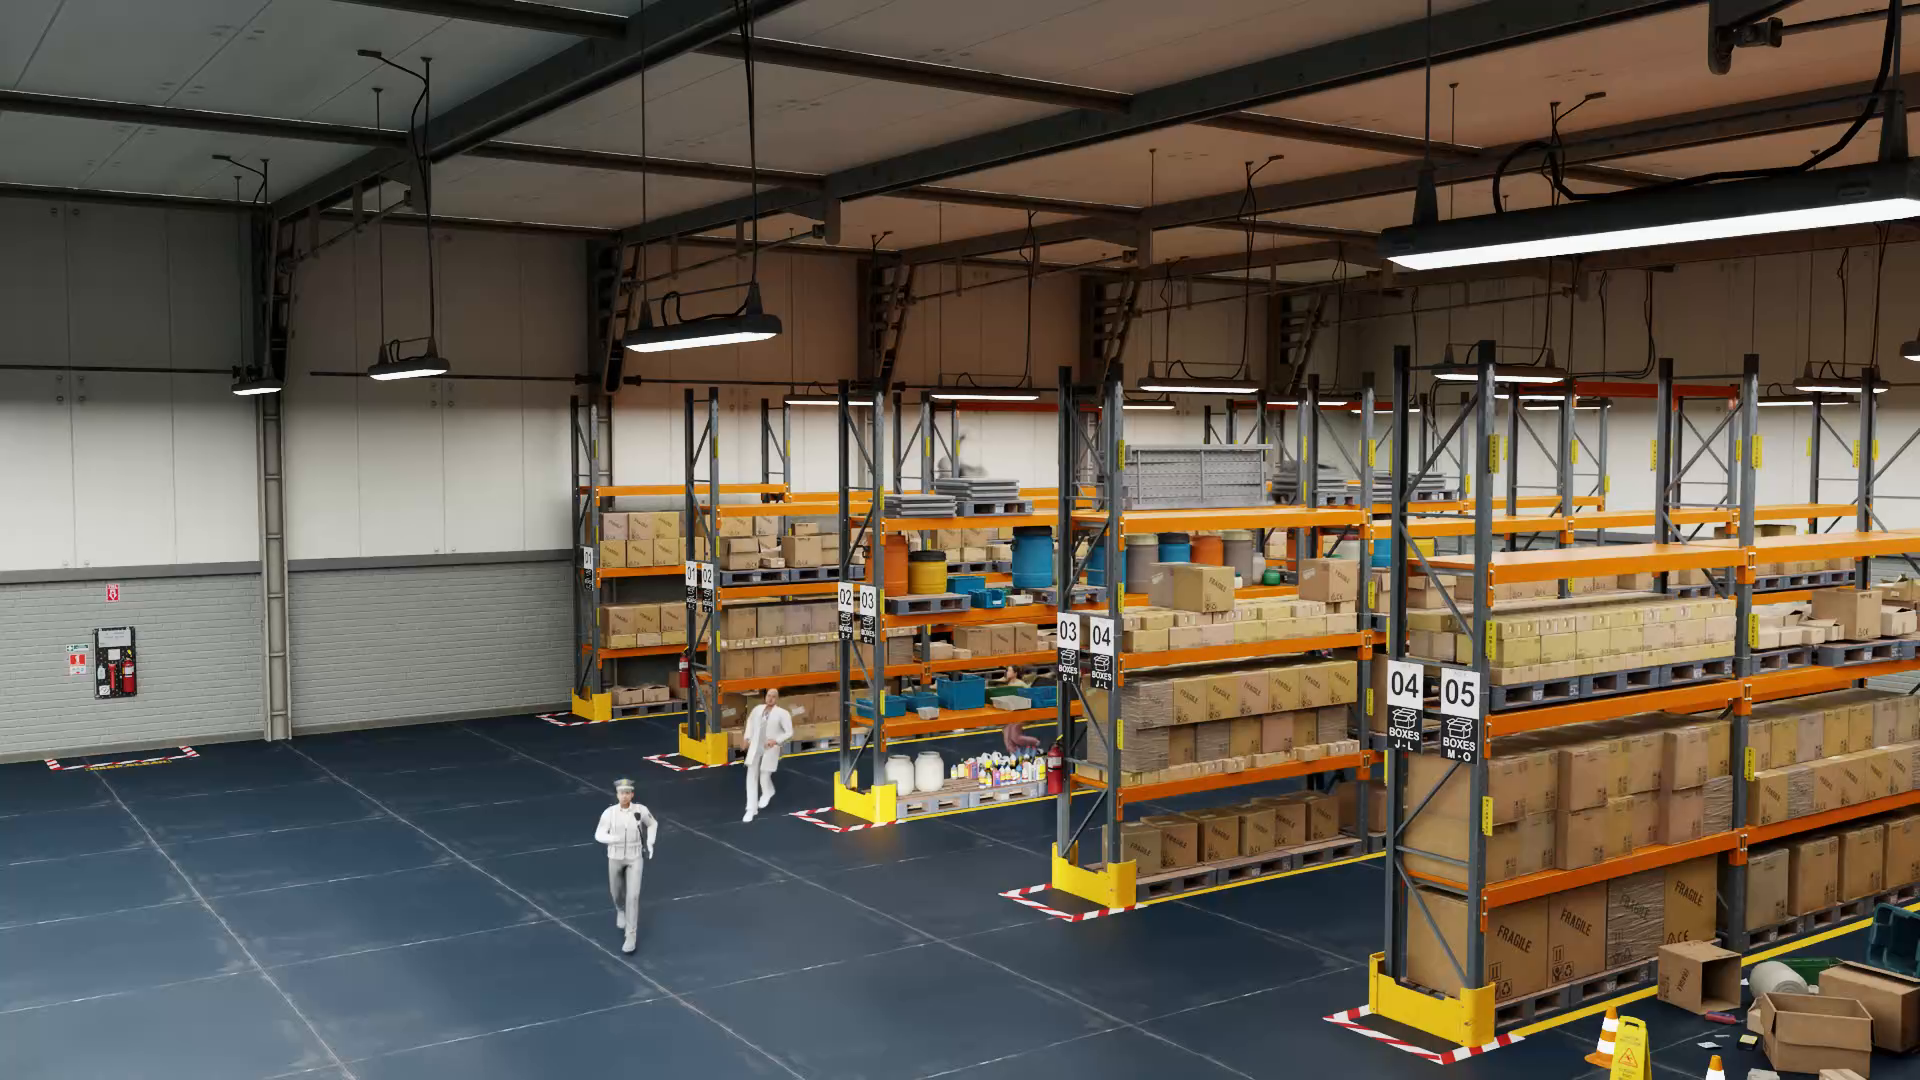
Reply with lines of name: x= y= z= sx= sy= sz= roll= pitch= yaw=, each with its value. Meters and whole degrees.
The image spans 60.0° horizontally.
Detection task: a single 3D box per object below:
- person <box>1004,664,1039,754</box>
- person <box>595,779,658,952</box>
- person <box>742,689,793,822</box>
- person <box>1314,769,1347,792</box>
person: x=0.975 y=2.781 z=26.269 sx=0.626 sy=1.639 sz=0.586 roll=-2 pitch=4 yaw=-30
person: x=-3.420 y=3.269 z=17.057 sx=0.610 sy=1.680 sz=0.939 roll=0 pitch=3 yaw=-6
person: x=-2.657 y=2.923 z=22.816 sx=0.750 sy=1.766 sz=0.901 roll=1 pitch=4 yaw=15
person: x=5.199 y=2.960 z=23.339 sx=0.711 sy=1.644 sz=0.504 roll=-3 pitch=4 yaw=-39
